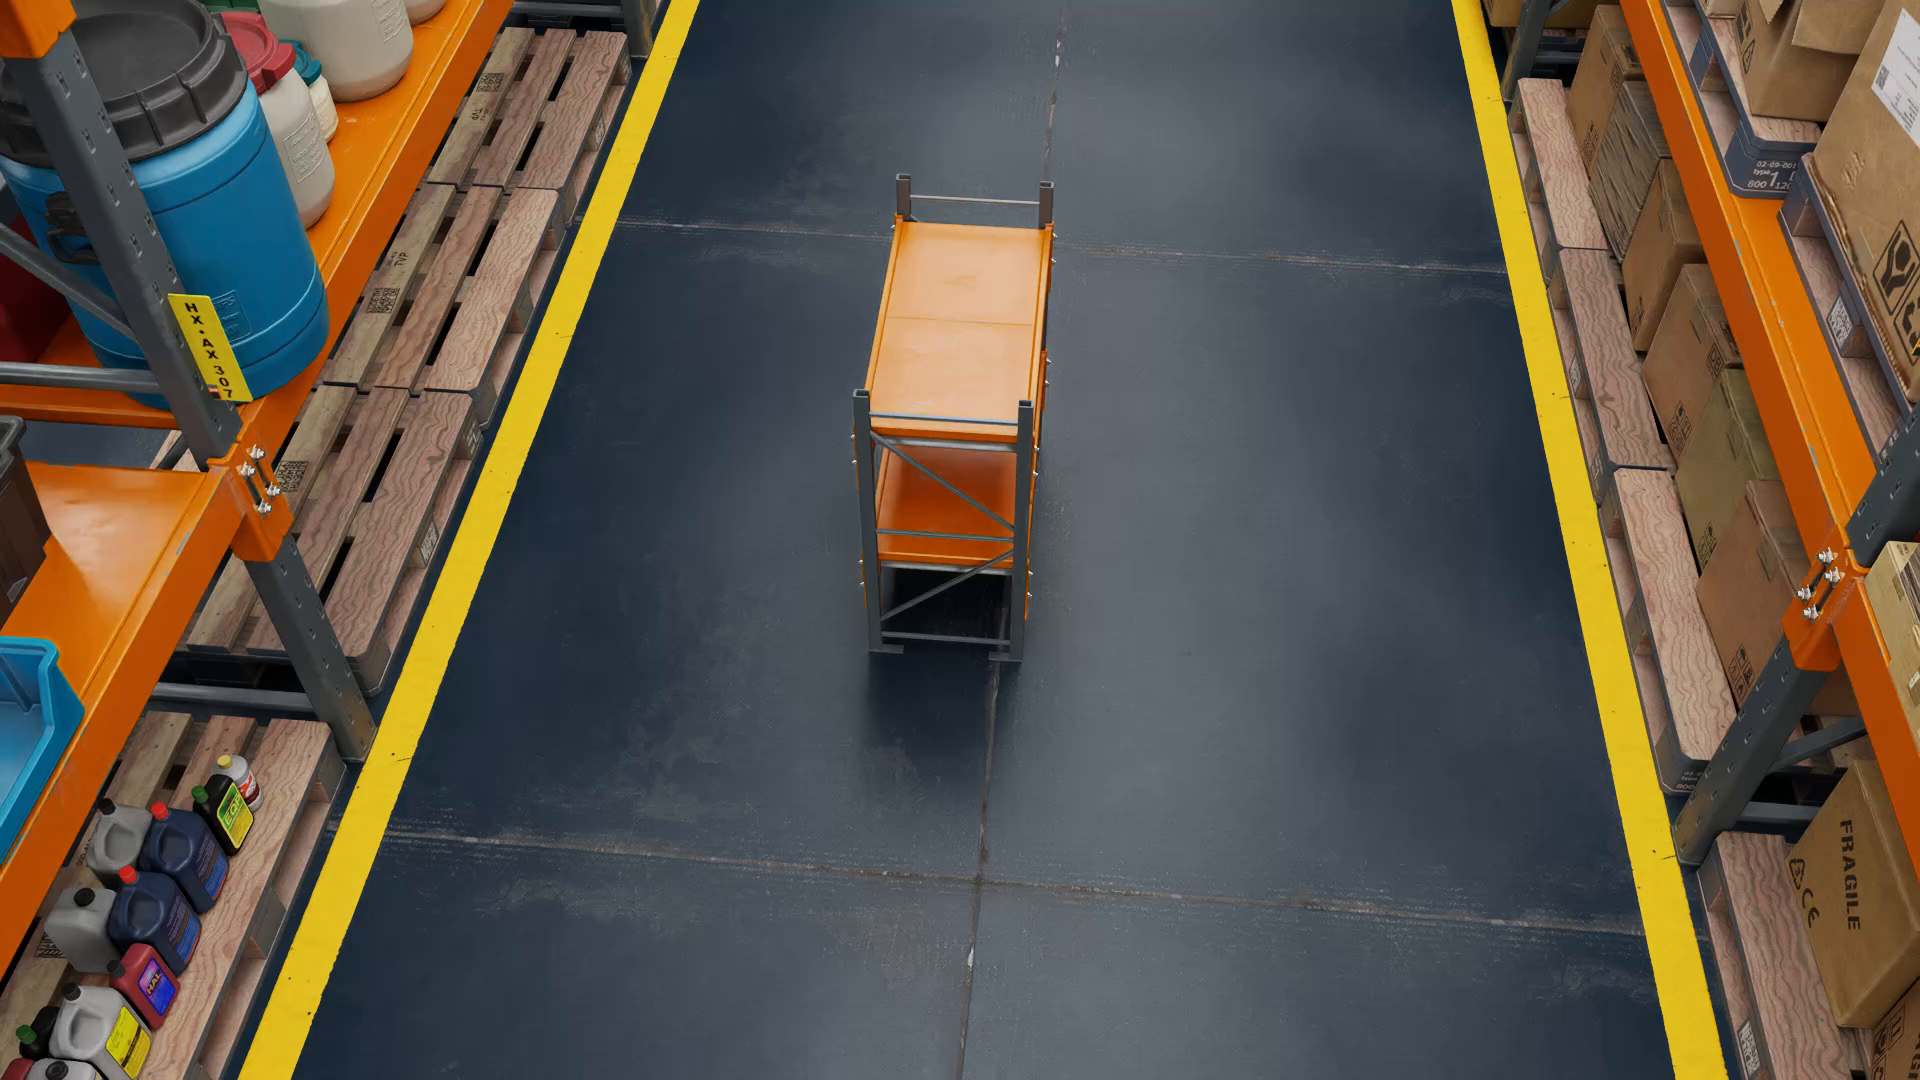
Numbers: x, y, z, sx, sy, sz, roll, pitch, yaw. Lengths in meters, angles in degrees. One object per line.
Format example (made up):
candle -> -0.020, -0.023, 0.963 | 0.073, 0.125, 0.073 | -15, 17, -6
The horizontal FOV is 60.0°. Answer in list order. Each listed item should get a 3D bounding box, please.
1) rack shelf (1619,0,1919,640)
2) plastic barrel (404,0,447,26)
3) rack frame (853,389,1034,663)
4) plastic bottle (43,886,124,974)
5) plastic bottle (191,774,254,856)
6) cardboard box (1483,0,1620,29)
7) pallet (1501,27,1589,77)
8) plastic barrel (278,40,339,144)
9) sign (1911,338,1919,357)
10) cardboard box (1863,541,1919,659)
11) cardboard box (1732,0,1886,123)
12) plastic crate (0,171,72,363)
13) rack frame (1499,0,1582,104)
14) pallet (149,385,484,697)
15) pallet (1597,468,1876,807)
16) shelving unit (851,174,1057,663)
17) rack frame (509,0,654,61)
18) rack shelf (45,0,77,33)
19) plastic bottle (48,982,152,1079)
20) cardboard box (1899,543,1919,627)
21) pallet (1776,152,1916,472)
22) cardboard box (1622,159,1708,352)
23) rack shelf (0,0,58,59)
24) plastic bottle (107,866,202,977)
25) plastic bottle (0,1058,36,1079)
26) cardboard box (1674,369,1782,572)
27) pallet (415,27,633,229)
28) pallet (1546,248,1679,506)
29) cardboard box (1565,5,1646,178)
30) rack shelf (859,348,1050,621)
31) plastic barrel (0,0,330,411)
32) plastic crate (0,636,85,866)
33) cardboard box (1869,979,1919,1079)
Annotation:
rack shelf -> 2.792, -1.298, 5.392 | 1.077, 0.370, 4.000 | 4, 48, 4
plastic barrel -> -1.911, -1.995, 5.450 | 0.433, 0.535, 0.433 | 0, 48, 0
rack frame -> -0.046, -0.011, 4.998 | 0.500, 1.125, 0.032 | 4, 48, 4
plastic bottle -> -2.262, 1.009, 4.342 | 0.152, 0.276, 0.135 | 4, 48, 4
plastic bottle -> -2.038, 0.740, 4.583 | 0.061, 0.283, 0.133 | 6, 48, 5
cardboard box -> 3.058, -2.941, 7.562 | 1.225, 0.875, 0.875 | 2, 48, 2
pallet -> 3.121, -2.643, 8.025 | 1.003, 0.211, 1.213 | 4, 48, 4
plastic barrel -> -2.049, -1.320, 5.018 | 0.301, 0.262, 0.301 | 0, 48, 0
sign -> 2.057, -0.496, 3.386 | 0.100, 0.325, 0.005 | 4, 48, 4
cardboard box -> 2.291, 0.152, 3.749 | 0.380, 0.149, 0.250 | 4, 48, 4
cardboard box -> 2.676, -1.527, 4.760 | 0.797, 0.503, 0.637 | 8, 48, 8
plastic crate -> -2.583, -0.802, 4.407 | 0.402, 0.464, 0.583 | 4, 48, 4
rack frame -> 2.974, -3.010, 6.470 | 1.000, 3.000, 0.127 | 4, 48, 4
pallet -> -2.290, -0.042, 5.646 | 1.003, 0.211, 1.213 | 4, 48, 4
pallet -> 2.679, 0.298, 5.334 | 1.003, 0.211, 1.213 | 4, 48, 4
shelving unit -> 0.001, -0.385, 5.339 | 0.538, 1.125, 1.048 | 4, 48, 4
rack frame -> -1.958, -3.343, 6.775 | 1.000, 3.000, 0.127 | 4, 48, 4
rack shelf -> -2.140, -2.643, 4.589 | 1.077, 0.370, 4.000 | 4, 48, 4
plastic bottle -> -2.141, 1.213, 4.105 | 0.144, 0.351, 0.185 | 4, 48, 3
cardboard box -> 2.507, 0.122, 3.337 | 0.875, 0.500, 0.500 | 4, 48, 4
pallet -> 2.824, -0.558, 4.358 | 1.003, 0.211, 1.213 | 4, 48, 4
cardboard box -> 2.850, -0.996, 6.024 | 0.700, 0.500, 0.500 | 7, 48, 7
rack shelf -> -2.505, 0.296, 1.901 | 1.077, 0.370, 4.000 | 4, 48, 4
plastic bottle -> -2.112, 0.975, 4.322 | 0.144, 0.351, 0.185 | 2, 48, 2
plastic bottle -> -2.266, 1.348, 4.027 | 0.061, 0.283, 0.133 | 4, 48, 4
cardboard box -> 2.749, -0.175, 5.273 | 0.700, 0.500, 0.500 | 4, 48, 3
pallet -> -2.067, -1.835, 7.286 | 1.003, 0.211, 1.213 | 4, 48, 4
pallet -> 2.788, -0.601, 6.157 | 1.003, 0.211, 1.213 | 4, 48, 4
cardboard box -> 2.933, -1.821, 6.779 | 0.700, 0.500, 0.500 | 2, 48, 1
rack shelf -> 0.001, -0.220, 5.520 | 0.538, 0.278, 1.000 | 4, 48, 4
plastic barrel -> -1.986, -0.837, 4.143 | 0.600, 0.901, 0.708 | 4, 48, 4
plastic crate -> -2.153, 0.478, 3.381 | 0.499, 0.251, 0.616 | 4, 48, 4
cardboard box -> 2.489, 1.344, 3.898 | 0.500, 0.500, 0.500 | 18, 50, 16
